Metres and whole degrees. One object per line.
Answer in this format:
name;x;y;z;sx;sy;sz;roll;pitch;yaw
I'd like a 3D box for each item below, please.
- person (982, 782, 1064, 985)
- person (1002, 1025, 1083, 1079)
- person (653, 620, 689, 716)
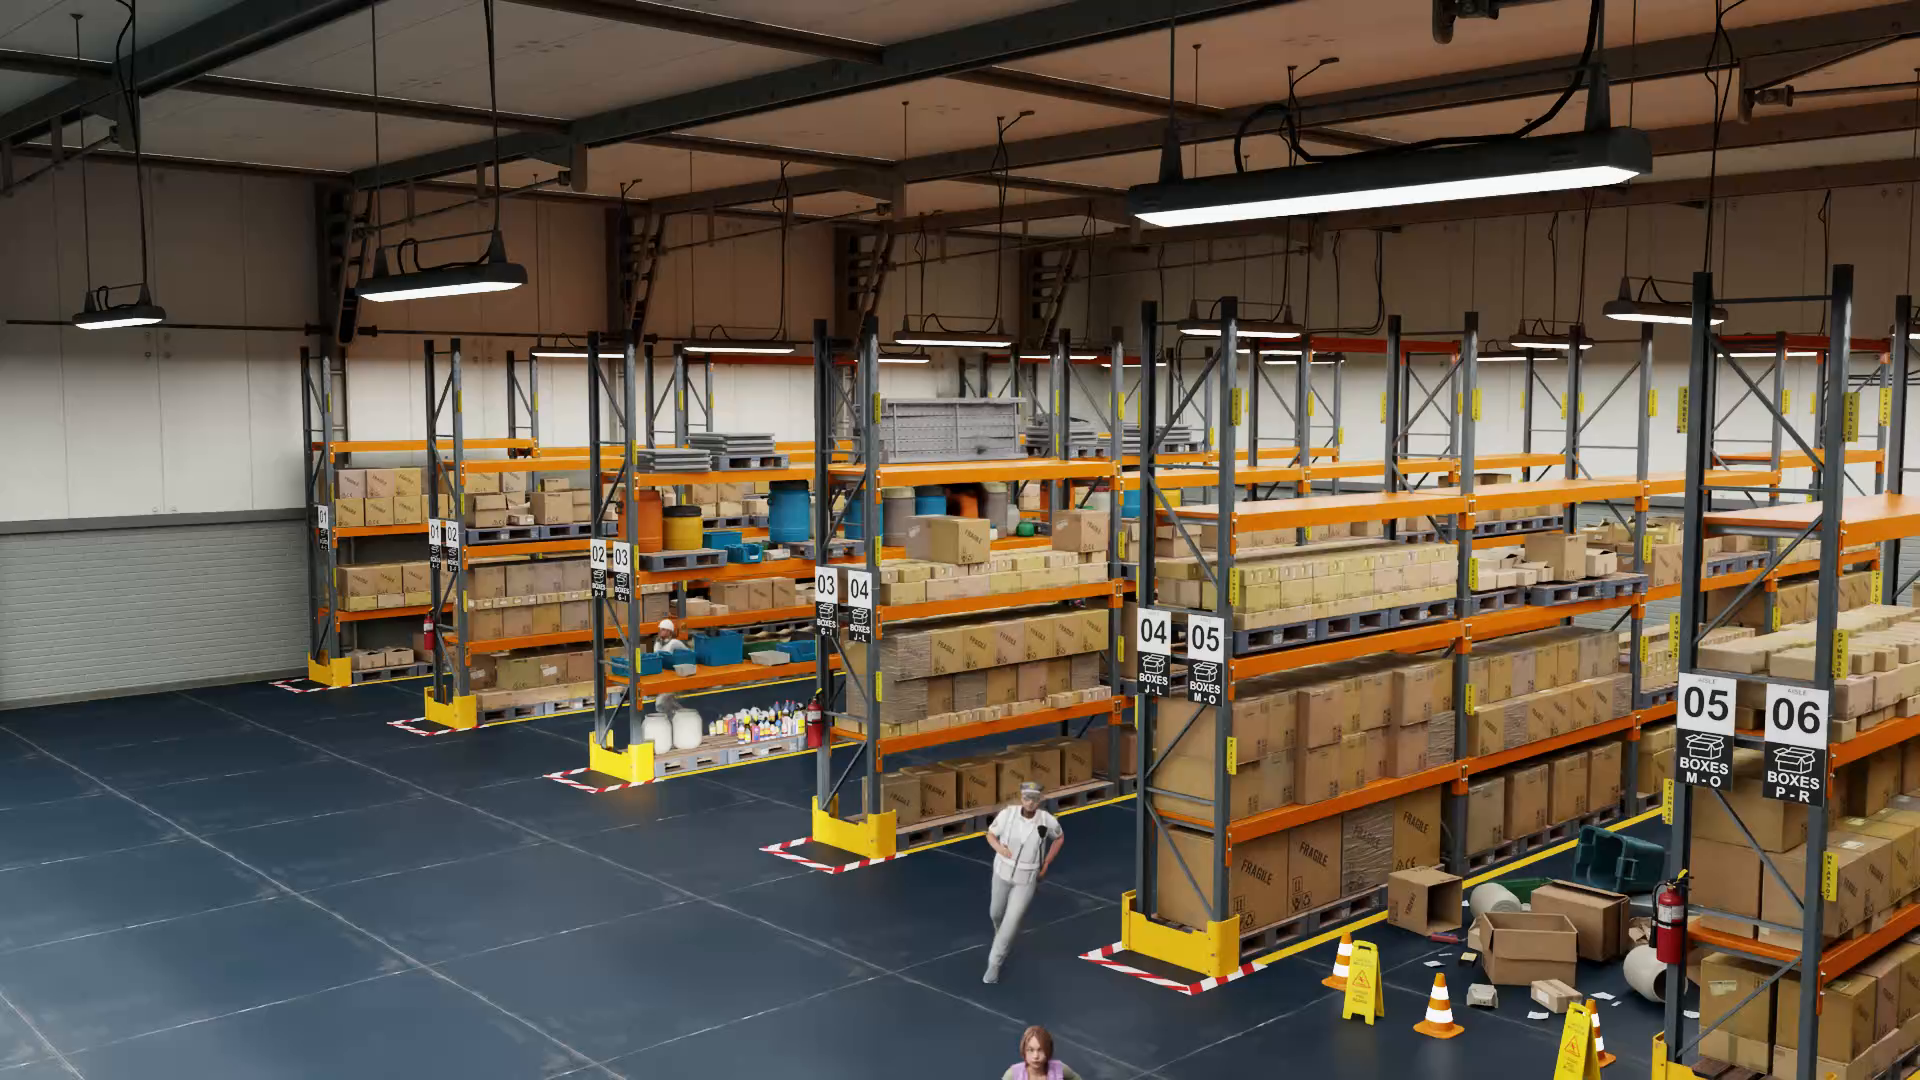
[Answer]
person;0.558;2.993;14.867;0.689;1.761;0.940;1;5;14
person;0.459;3.552;9.458;0.558;1.625;0.673;0;5;4
person;-4.377;2.101;24.917;0.779;1.834;0.637;-5;7;-43
